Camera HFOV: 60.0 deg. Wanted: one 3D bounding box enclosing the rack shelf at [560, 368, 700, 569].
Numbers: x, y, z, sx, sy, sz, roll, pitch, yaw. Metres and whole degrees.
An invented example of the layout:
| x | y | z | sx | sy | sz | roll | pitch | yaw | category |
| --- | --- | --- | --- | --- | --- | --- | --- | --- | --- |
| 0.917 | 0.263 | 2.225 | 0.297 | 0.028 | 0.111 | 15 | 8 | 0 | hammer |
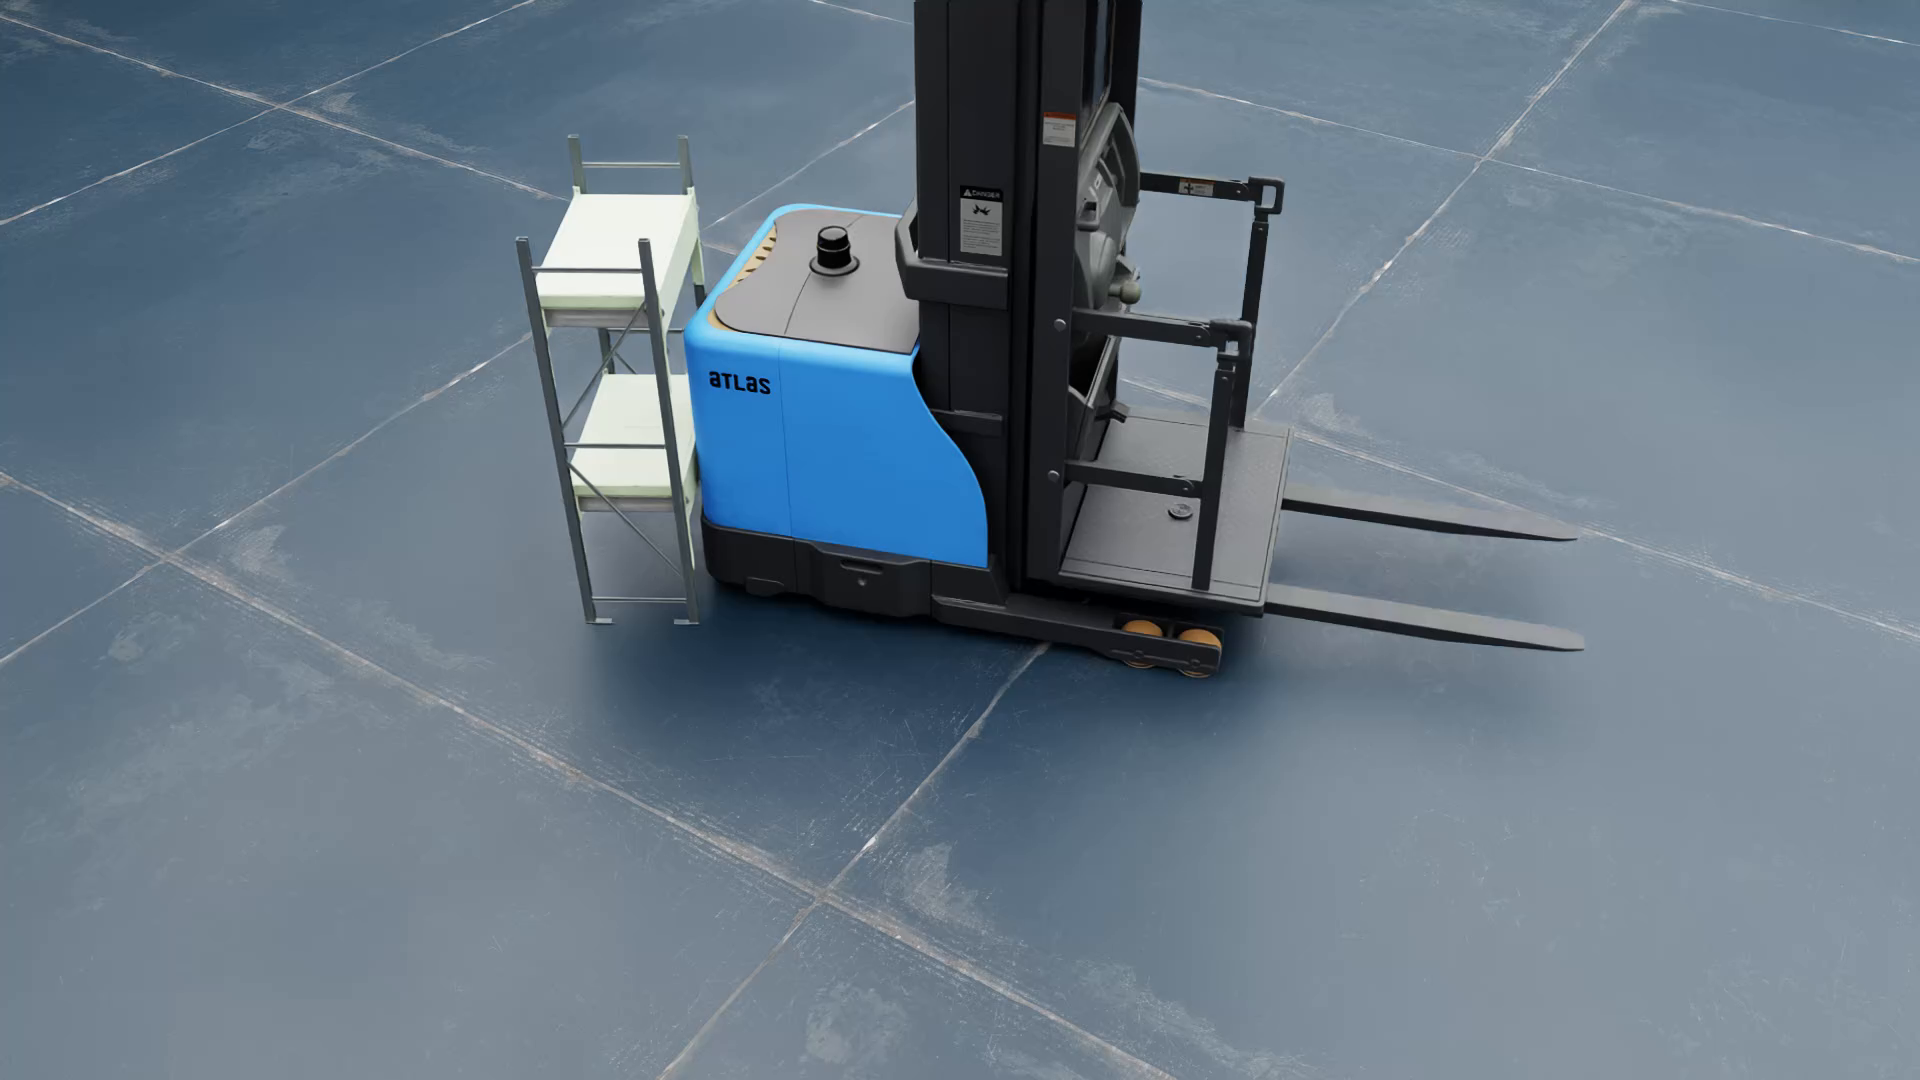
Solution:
| x | y | z | sx | sy | sz | roll | pitch | yaw | category |
| --- | --- | --- | --- | --- | --- | --- | --- | --- | --- |
| -1.110 | -0.268 | 5.901 | 0.431 | 0.370 | 0.720 | 1 | 38 | 1 | rack shelf |

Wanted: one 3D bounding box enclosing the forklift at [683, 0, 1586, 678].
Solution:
| x | y | z | sx | sy | sz | roll | pitch | yaw | category |
| --- | --- | --- | --- | --- | --- | --- | --- | --- | --- |
| 0.655 | -1.053 | 5.216 | 3.031 | 2.935 | 1.130 | 9 | 39 | 11 | forklift |

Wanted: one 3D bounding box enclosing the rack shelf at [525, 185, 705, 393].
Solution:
| x | y | z | sx | sy | sz | roll | pitch | yaw | category |
| --- | --- | --- | --- | --- | --- | --- | --- | --- | --- |
| -1.114 | -0.835 | 5.464 | 0.431 | 0.370 | 0.720 | 1 | 38 | 1 | rack shelf |

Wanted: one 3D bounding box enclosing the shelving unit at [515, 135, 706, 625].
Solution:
| x | y | z | sx | sy | sz | roll | pitch | yaw | category |
| --- | --- | --- | --- | --- | --- | --- | --- | --- | --- |
| -1.112 | -0.526 | 5.702 | 0.431 | 1.500 | 0.755 | 1 | 38 | 1 | shelving unit |

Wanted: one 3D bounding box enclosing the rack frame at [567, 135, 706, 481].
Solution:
| x | y | z | sx | sy | sz | roll | pitch | yaw | category |
| --- | --- | --- | --- | --- | --- | --- | --- | --- | --- |
| -1.103 | -0.749 | 5.992 | 0.400 | 1.500 | 0.023 | 1 | 38 | 1 | rack frame |

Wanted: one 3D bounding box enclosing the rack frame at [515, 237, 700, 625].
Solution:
| x | y | z | sx | sy | sz | roll | pitch | yaw | category |
| --- | --- | --- | --- | --- | --- | --- | --- | --- | --- |
| -1.121 | -0.302 | 5.412 | 0.400 | 1.500 | 0.023 | 1 | 38 | 1 | rack frame |
